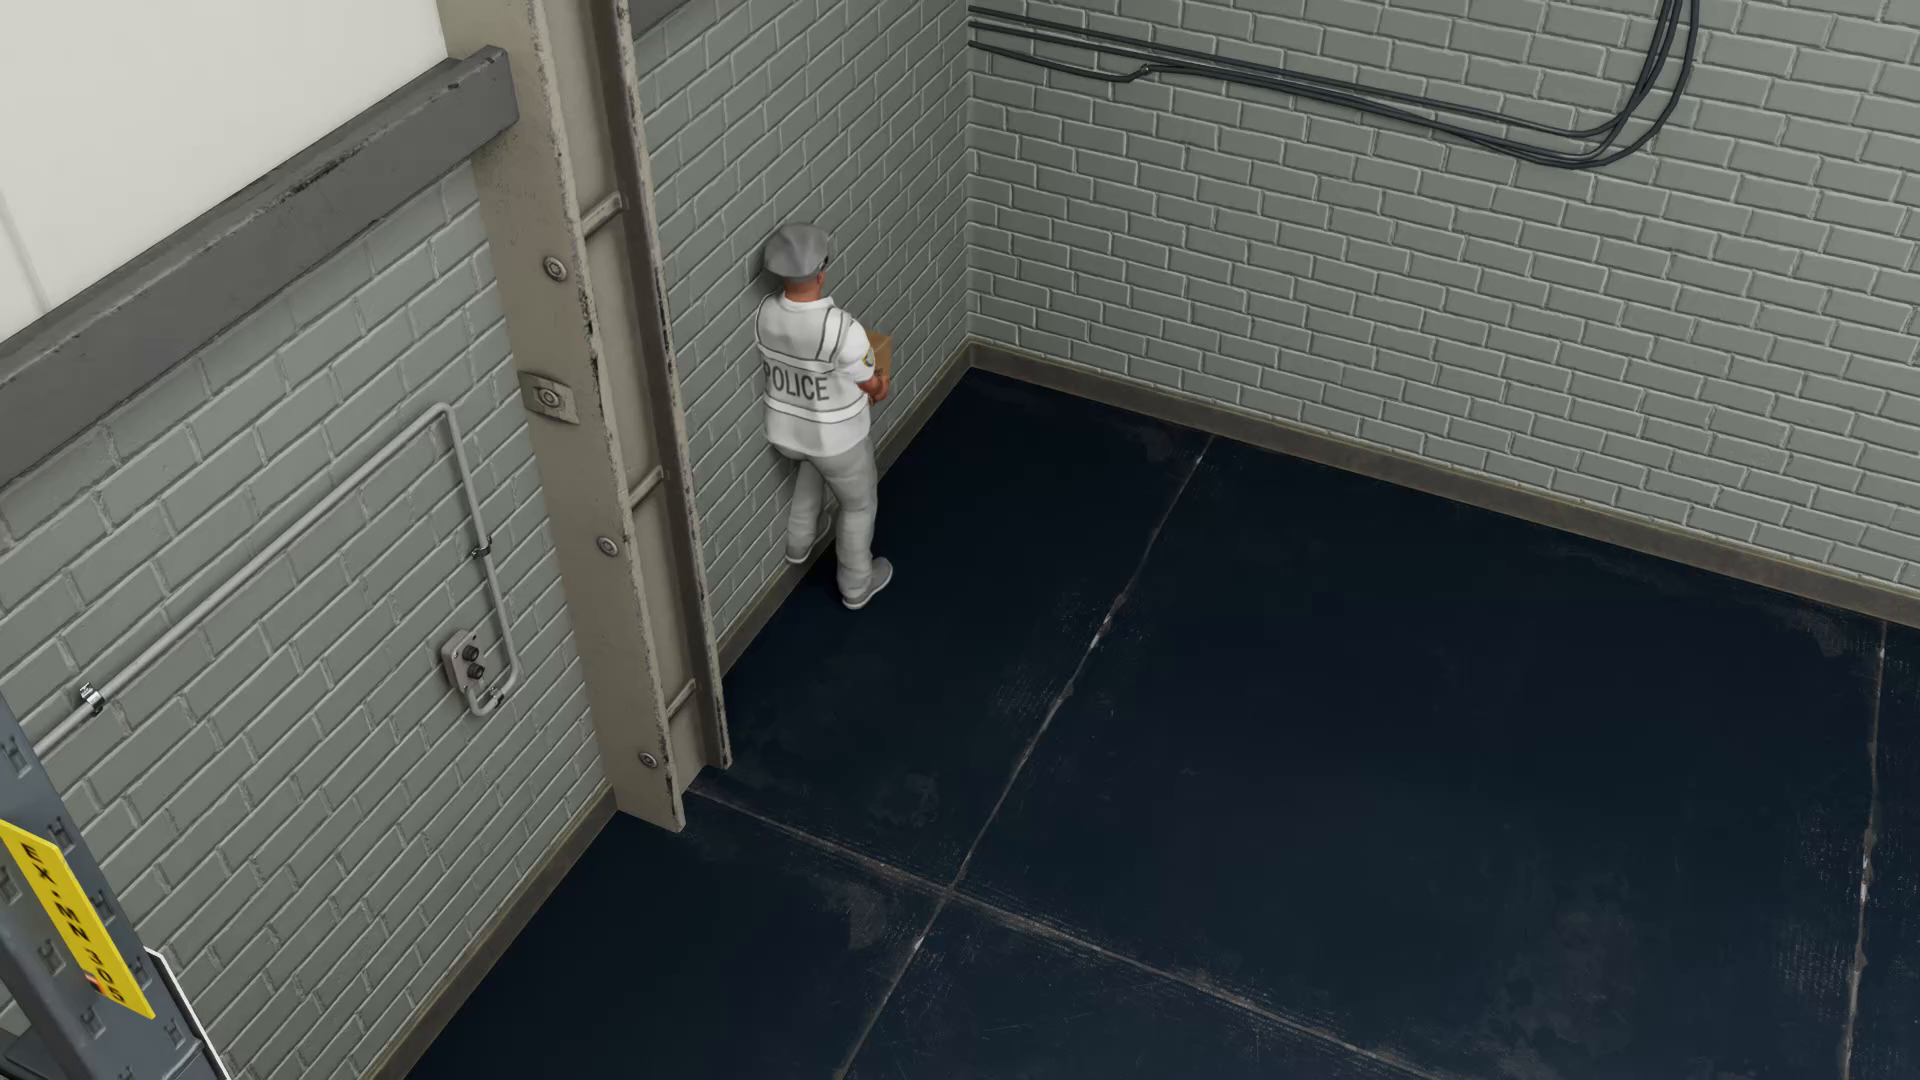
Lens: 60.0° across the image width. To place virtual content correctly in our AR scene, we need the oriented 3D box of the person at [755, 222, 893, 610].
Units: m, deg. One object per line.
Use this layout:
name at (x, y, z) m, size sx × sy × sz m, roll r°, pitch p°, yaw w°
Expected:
person at (-0.538, -0.518, 6.714) m, size 0.518 × 1.775 × 0.550 m, roll 17°, pitch 44°, yaw 18°
